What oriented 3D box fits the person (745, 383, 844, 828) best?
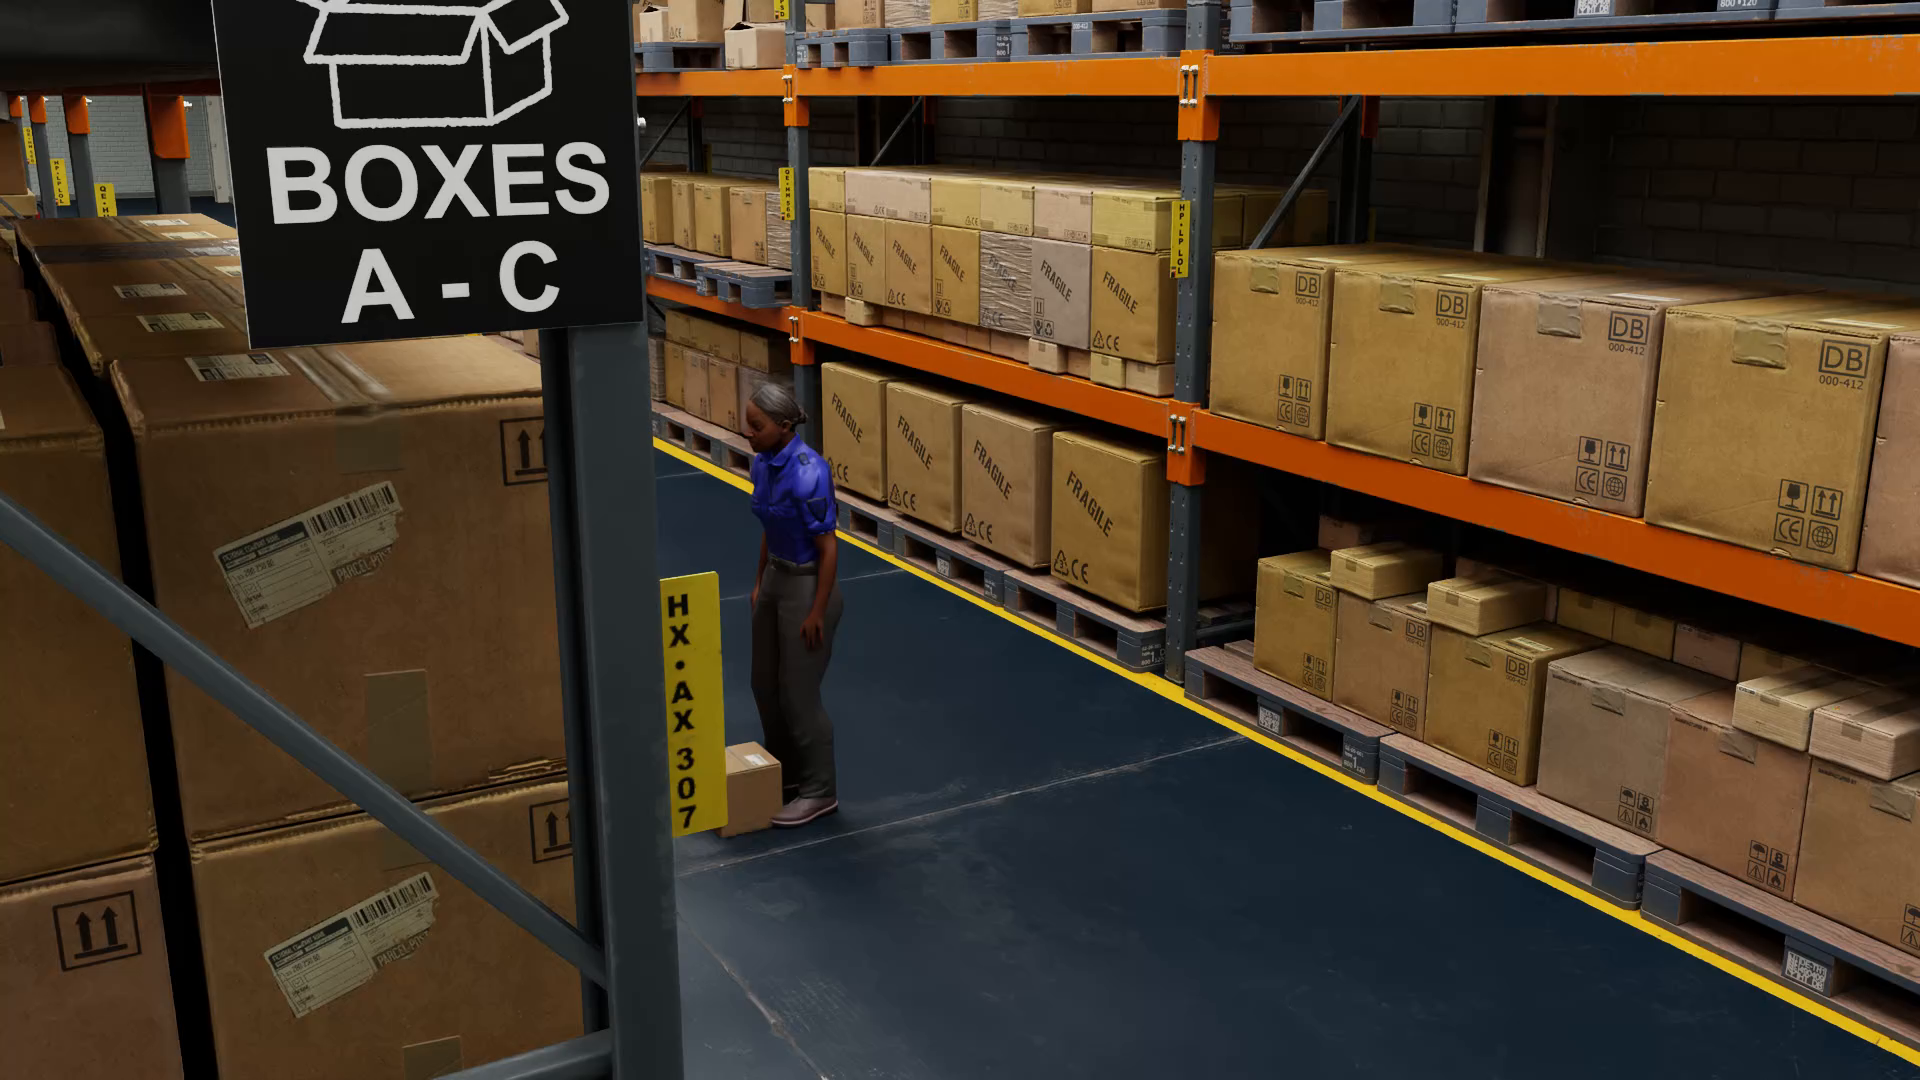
[{"bbox_3d":[-0.636,0.224,6.186,0.346,1.656,0.531,-10,18,-33],"label":"person"}]
